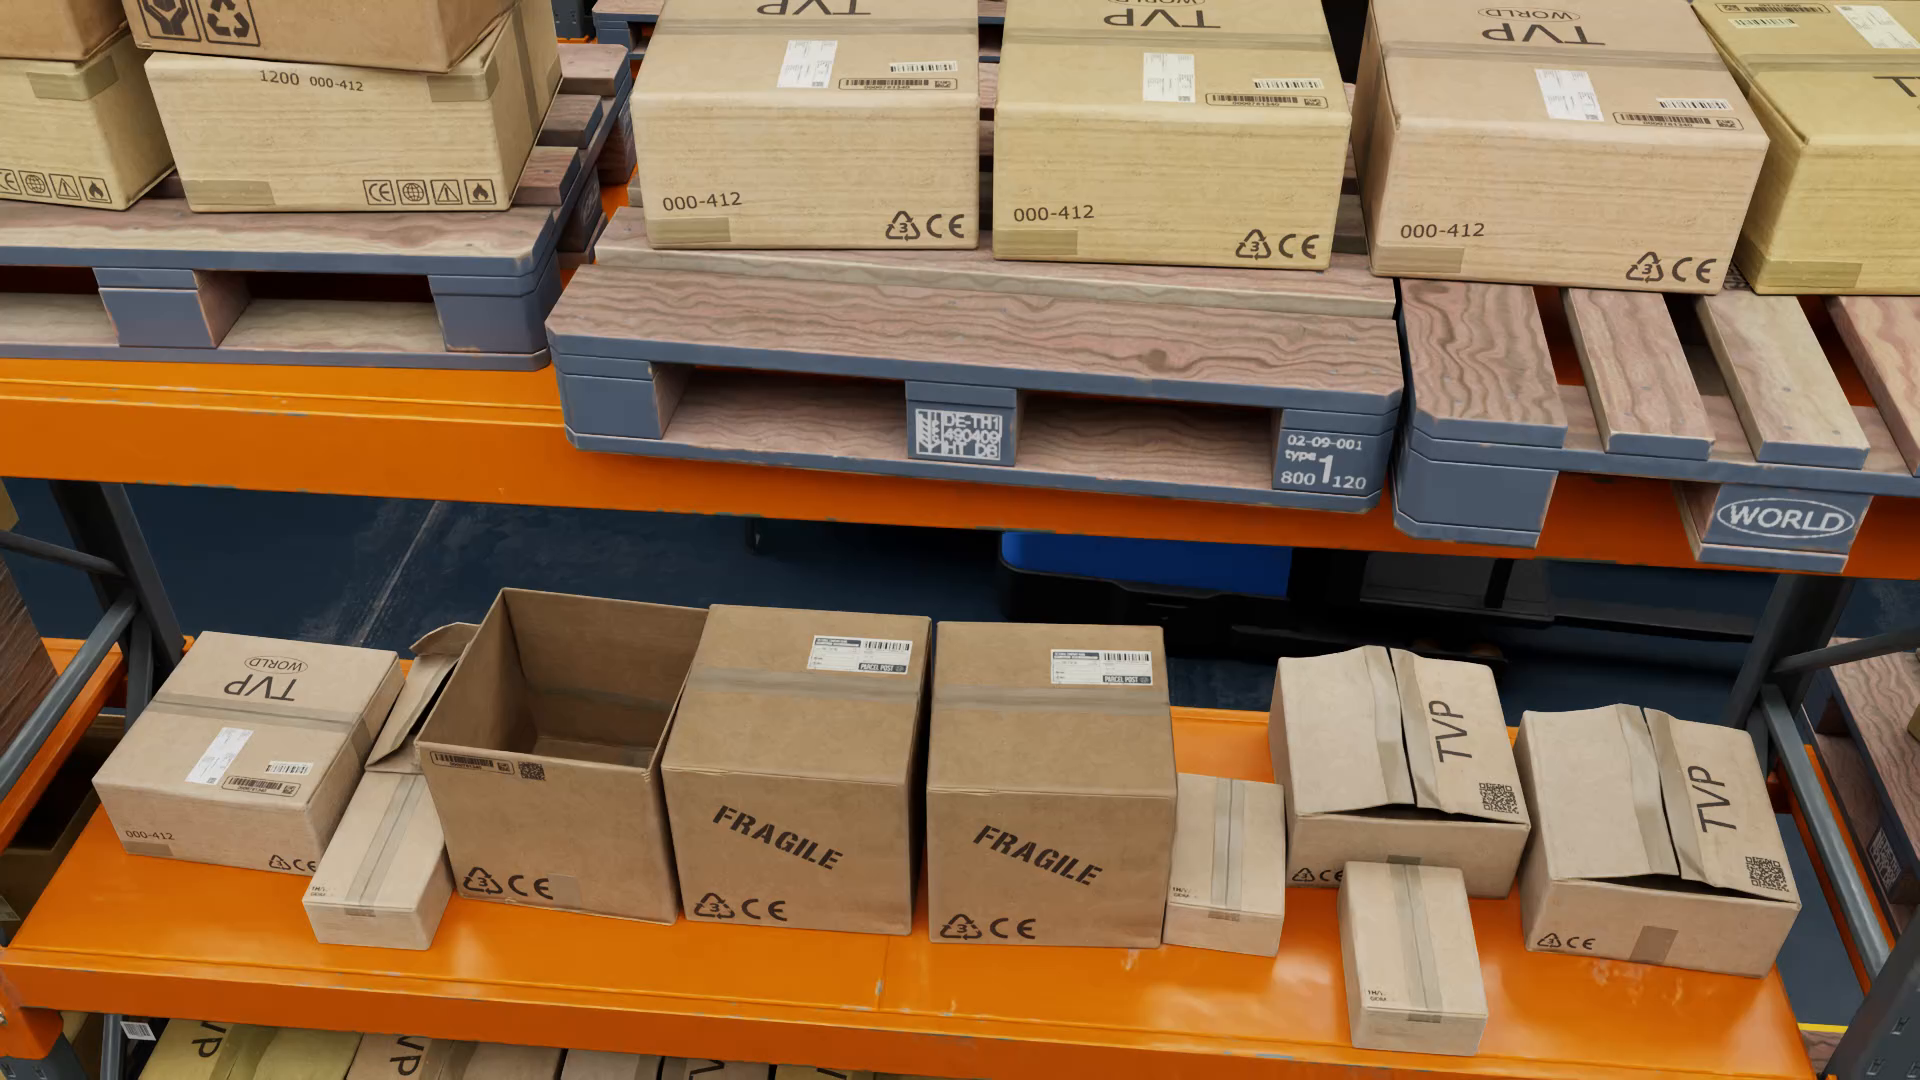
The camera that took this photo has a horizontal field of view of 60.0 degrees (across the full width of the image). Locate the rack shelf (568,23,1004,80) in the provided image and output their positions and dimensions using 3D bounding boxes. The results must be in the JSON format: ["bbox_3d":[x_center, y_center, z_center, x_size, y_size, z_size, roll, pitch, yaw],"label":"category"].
[{"bbox_3d":[0.295,-2.294,7.762,4.000,0.370,1.077,3,39,4],"label":"rack shelf"}]

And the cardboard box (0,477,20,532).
[{"bbox_3d":[-2.372,0.007,3.772,0.250,0.149,0.380,3,39,4],"label":"cardboard box"}]

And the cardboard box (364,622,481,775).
[{"bbox_3d":[-1.230,0.419,3.966,0.258,0.266,0.396,2,39,3],"label":"cardboard box"}]

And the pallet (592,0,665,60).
[{"bbox_3d":[-0.949,-2.474,7.565,1.213,0.211,1.003,3,39,4],"label":"pallet"}]

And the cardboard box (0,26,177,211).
[{"bbox_3d":[-1.508,-0.794,2.760,0.500,0.250,0.500,7,40,8],"label":"cardboard box"}]

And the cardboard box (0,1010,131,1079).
[{"bbox_3d":[-2.602,1.450,4.438,0.500,0.250,0.500,3,39,4],"label":"cardboard box"}]

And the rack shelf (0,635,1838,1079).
[{"bbox_3d":[-0.129,0.822,3.934,4.000,0.370,1.077,3,39,4],"label":"rack shelf"}]

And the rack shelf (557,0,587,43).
[{"bbox_3d":[-3.690,-2.512,8.029,4.000,0.370,1.077,3,39,4],"label":"rack shelf"}]

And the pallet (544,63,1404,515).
[{"bbox_3d":[0.066,-0.478,2.734,1.213,0.211,1.003,5,39,6],"label":"pallet"}]

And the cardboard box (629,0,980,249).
[{"bbox_3d":[-0.222,-0.691,2.633,0.500,0.250,0.500,0,39,0],"label":"cardboard box"}]

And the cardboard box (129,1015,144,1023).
[{"bbox_3d":[-2.557,1.122,4.841,0.500,0.250,0.500,3,39,4],"label":"cardboard box"}]

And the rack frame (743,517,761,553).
[{"bbox_3d":[-0.803,-0.687,6.405,0.032,1.500,0.500,6,40,7],"label":"rack frame"}]

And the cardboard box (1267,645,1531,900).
[{"bbox_3d":[0.989,0.516,3.811,0.500,0.311,0.500,3,39,3],"label":"cardboard box"}]

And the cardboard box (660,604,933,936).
[{"bbox_3d":[-0.334,0.503,3.676,0.500,0.500,0.500,3,39,4],"label":"cardboard box"}]

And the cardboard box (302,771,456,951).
[{"bbox_3d":[-1.256,0.708,3.703,0.250,0.149,0.380,3,39,4],"label":"cardboard box"}]

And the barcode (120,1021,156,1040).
[{"bbox_3d":[-1.903,1.136,3.849,0.075,0.075,0.001,3,39,4],"label":"barcode"}]

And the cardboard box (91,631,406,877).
[{"bbox_3d":[-1.627,0.492,3.889,0.500,0.250,0.500,5,39,7],"label":"cardboard box"}]

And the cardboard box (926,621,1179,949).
[{"bbox_3d":[0.191,0.532,3.641,0.500,0.500,0.500,1,39,1],"label":"cardboard box"}]

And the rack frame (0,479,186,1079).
[{"bbox_3d":[-2.121,0.434,3.841,0.127,3.000,1.000,3,39,4],"label":"rack frame"}]

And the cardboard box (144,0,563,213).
[{"bbox_3d":[-0.961,-0.766,2.725,0.500,0.250,0.500,0,39,-1],"label":"cardboard box"}]

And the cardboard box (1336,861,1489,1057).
[{"bbox_3d":[0.944,0.874,3.499,0.250,0.149,0.380,3,39,4],"label":"cardboard box"}]

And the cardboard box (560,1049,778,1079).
[{"bbox_3d":[-0.717,1.357,4.108,0.500,0.311,0.500,2,39,2],"label":"cardboard box"}]

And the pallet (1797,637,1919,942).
[{"bbox_3d":[2.545,0.719,3.642,1.003,0.211,1.213,3,39,4],"label":"pallet"}]

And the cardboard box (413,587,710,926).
[{"bbox_3d":[-0.833,0.476,3.710,0.500,0.500,0.500,6,40,7],"label":"cardboard box"}]

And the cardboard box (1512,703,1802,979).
[{"bbox_3d":[1.505,0.639,3.659,0.500,0.311,0.500,5,39,7],"label":"cardboard box"}]

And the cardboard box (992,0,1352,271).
[{"bbox_3d":[0.314,-0.661,2.596,0.500,0.250,0.500,2,39,3],"label":"cardboard box"}]

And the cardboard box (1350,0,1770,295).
[{"bbox_3d":[0.883,-0.623,2.549,0.500,0.250,0.500,4,39,5],"label":"cardboard box"}]

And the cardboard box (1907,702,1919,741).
[{"bbox_3d":[2.501,0.414,3.454,0.500,0.500,0.700,-9,40,-11],"label":"cardboard box"}]

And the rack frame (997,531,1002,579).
[{"bbox_3d":[0.200,-0.583,6.278,0.032,1.500,0.500,6,40,7],"label":"rack frame"}]

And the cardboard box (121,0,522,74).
[{"bbox_3d":[-0.941,-1.050,2.480,0.500,0.500,0.500,7,40,8],"label":"cardboard box"}]

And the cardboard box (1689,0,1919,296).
[{"bbox_3d":[1.407,-0.605,2.528,0.500,0.250,0.500,0,39,1],"label":"cardboard box"}]

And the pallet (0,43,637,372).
[{"bbox_3d":[-1.241,-0.615,2.905,1.217,0.209,0.805,2,39,2],"label":"pallet"}]

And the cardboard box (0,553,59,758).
[{"bbox_3d":[-2.564,0.375,3.834,0.500,0.500,0.700,2,39,3],"label":"cardboard box"}]

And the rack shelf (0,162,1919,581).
[{"bbox_3d":[-0.129,-0.341,2.987,4.000,0.370,1.077,3,39,4],"label":"rack shelf"}]

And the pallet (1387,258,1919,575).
[{"bbox_3d":[1.180,-0.419,2.662,1.003,0.211,1.213,5,39,6],"label":"pallet"}]

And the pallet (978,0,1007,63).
[{"bbox_3d":[0.312,-2.471,7.562,1.213,0.211,1.003,3,39,4],"label":"pallet"}]

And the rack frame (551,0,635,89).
[{"bbox_3d":[-1.698,-2.682,7.668,0.127,3.000,1.000,3,39,4],"label":"rack frame"}]

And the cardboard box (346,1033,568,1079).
[{"bbox_3d":[-1.233,1.330,4.141,0.500,0.311,0.500,3,39,3],"label":"cardboard box"}]

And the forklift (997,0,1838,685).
[{"bbox_3d":[1.706,-0.961,5.608,3.031,2.935,1.130,6,40,7],"label":"forklift"}]

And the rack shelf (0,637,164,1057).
[{"bbox_3d":[-4.114,0.604,4.201,4.000,0.370,1.077,3,39,4],"label":"rack shelf"}]

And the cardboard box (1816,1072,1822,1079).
[{"bbox_3d":[2.293,1.655,3.972,0.500,0.500,0.500,5,39,6],"label":"cardboard box"}]

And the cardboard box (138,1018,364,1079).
[{"bbox_3d":[-1.731,1.299,4.179,0.500,0.311,0.500,3,39,4],"label":"cardboard box"}]

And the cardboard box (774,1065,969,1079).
[{"bbox_3d":[-0.199,1.382,4.077,0.500,0.311,0.500,4,39,5],"label":"cardboard box"}]

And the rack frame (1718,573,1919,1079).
[{"bbox_3d":[1.864,0.652,3.573,0.127,3.000,1.000,3,39,4],"label":"rack frame"}]

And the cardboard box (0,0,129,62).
[{"bbox_3d":[-1.510,-1.066,2.500,0.500,0.500,0.500,4,39,4],"label":"cardboard box"}]

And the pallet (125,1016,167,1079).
[{"bbox_3d":[-2.910,1.446,4.806,1.213,0.211,1.003,3,39,4],"label":"pallet"}]

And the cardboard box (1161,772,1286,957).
[{"bbox_3d":[0.588,0.715,3.694,0.250,0.149,0.380,6,40,7],"label":"cardboard box"}]

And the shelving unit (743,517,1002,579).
[{"bbox_3d":[-0.301,-0.635,6.342,1.048,1.500,0.538,6,40,7],"label":"shelving unit"}]

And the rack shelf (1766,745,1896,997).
[{"bbox_3d":[3.856,1.040,3.666,4.000,0.370,1.077,3,39,4],"label":"rack shelf"}]

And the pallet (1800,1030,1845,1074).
[{"bbox_3d":[2.604,1.798,4.374,1.213,0.211,1.003,3,39,4],"label":"pallet"}]

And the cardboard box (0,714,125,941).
[{"bbox_3d":[-2.556,0.825,4.612,0.500,0.500,0.500,3,39,4],"label":"cardboard box"}]
